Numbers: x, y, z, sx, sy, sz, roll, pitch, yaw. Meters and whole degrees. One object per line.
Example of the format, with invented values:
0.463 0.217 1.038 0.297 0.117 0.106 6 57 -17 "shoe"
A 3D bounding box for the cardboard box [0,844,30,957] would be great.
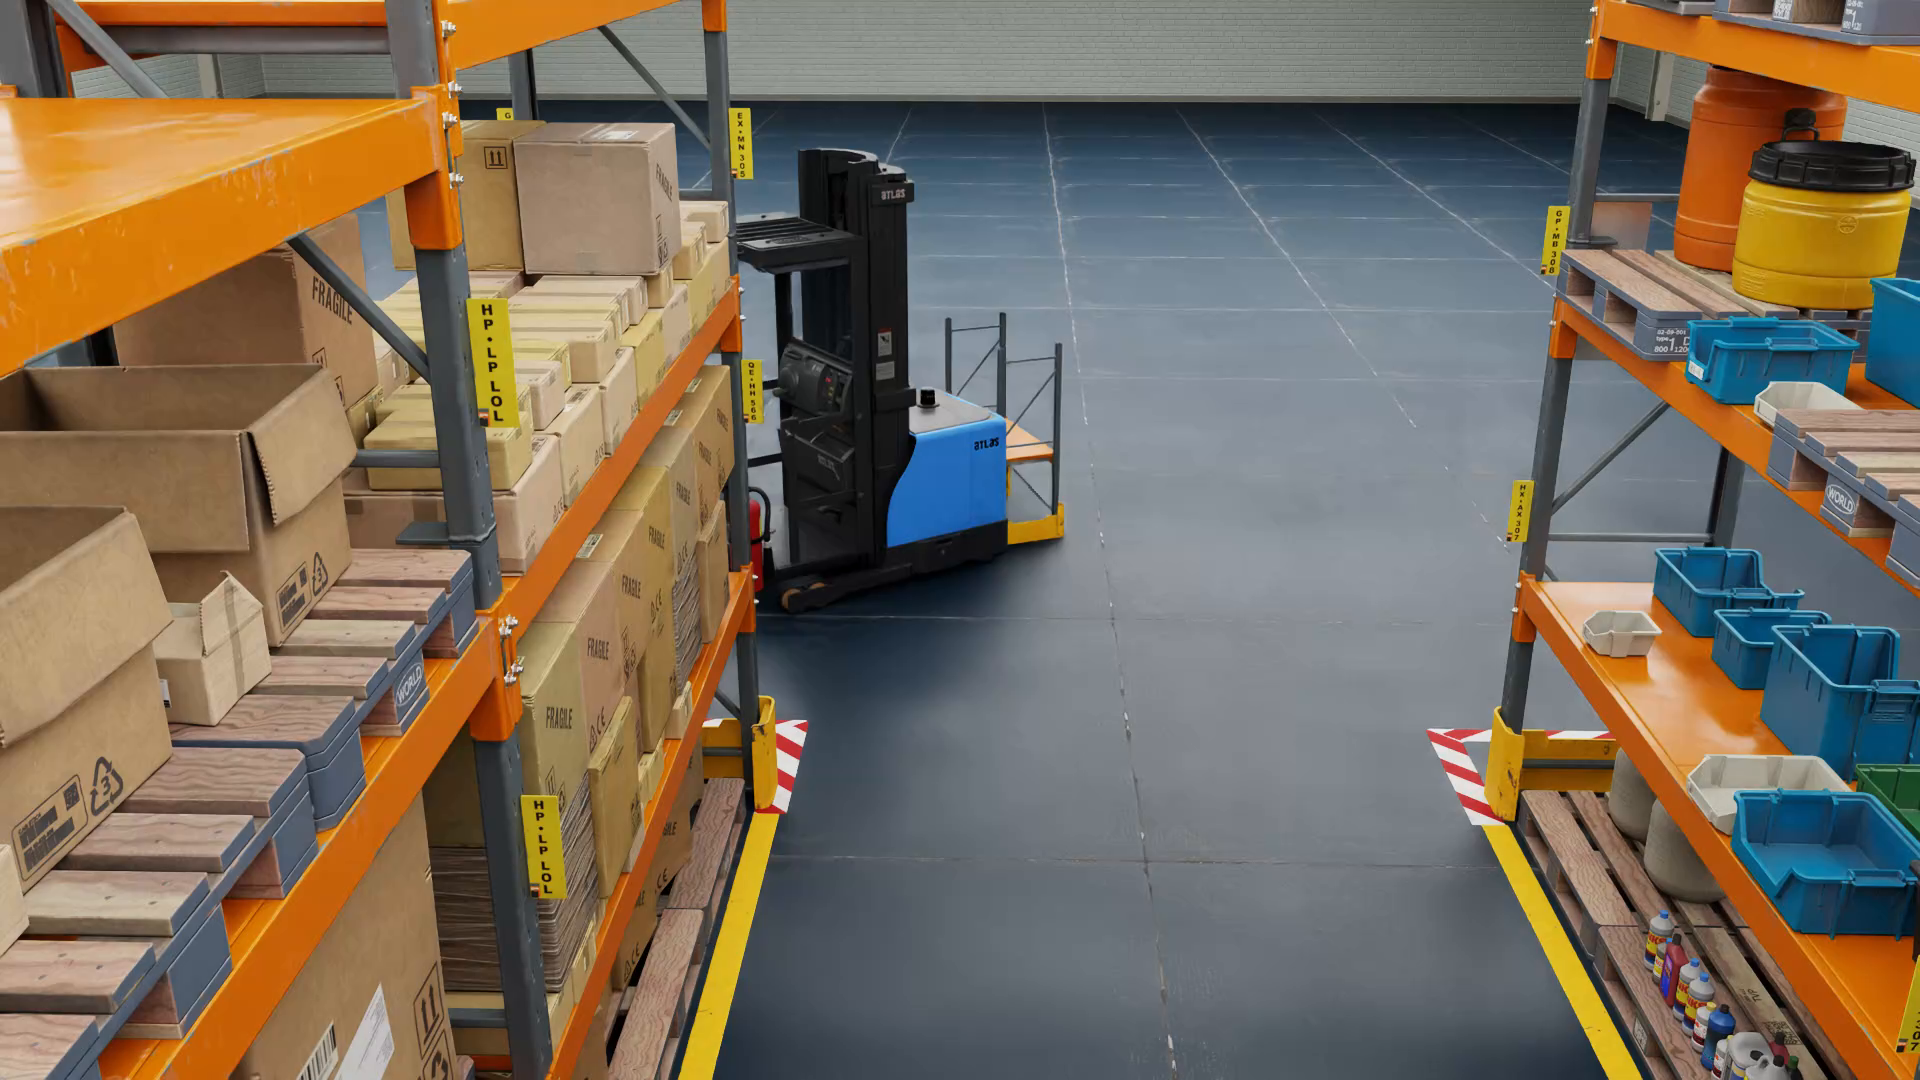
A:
-1.660 0.578 2.487 0.380 0.166 0.250 0 21 0 "cardboard box"

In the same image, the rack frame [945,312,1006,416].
0.122 -1.042 13.141 0.500 1.500 0.032 -8 23 -21 "rack frame"

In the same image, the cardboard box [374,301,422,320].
-1.947 -0.727 5.766 0.380 0.149 0.250 2 21 4 "cardboard box"

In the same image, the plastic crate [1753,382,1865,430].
2.892 -0.421 5.686 0.243 0.136 0.396 1 21 2 "plastic crate"

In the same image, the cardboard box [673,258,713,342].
-1.354 -1.032 7.104 0.500 0.250 0.500 1 21 2 "cardboard box"

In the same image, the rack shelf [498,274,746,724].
-1.642 -0.402 6.265 1.077 0.370 4.000 1 21 2 "rack shelf"

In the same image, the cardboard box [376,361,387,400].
-1.961 -0.438 5.020 0.380 0.149 0.250 0 21 -1 "cardboard box"

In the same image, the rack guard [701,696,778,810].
-1.584 1.131 8.923 1.175 0.500 0.348 1 21 2 "rack guard"

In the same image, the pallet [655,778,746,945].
-1.644 1.559 8.219 1.003 0.211 1.213 1 21 2 "pallet"

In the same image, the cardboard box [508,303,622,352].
-1.383 -0.716 5.737 0.380 0.149 0.250 0 21 1 "cardboard box"

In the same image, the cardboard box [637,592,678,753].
-1.606 0.495 6.558 0.875 0.500 0.500 1 21 2 "cardboard box"

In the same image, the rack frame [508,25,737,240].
-1.581 -2.859 7.456 1.000 3.000 0.127 1 21 2 "rack frame"

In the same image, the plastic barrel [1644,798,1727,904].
3.410 1.377 7.692 0.421 0.512 0.421 0 21 0 "plastic barrel"

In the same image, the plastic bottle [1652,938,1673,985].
2.999 1.782 7.050 0.097 0.201 0.097 0 21 0 "plastic bottle"

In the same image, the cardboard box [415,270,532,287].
-1.895 -1.009 6.492 0.380 0.149 0.250 0 21 -1 "cardboard box"

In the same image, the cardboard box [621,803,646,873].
-1.349 1.066 5.982 0.380 0.149 0.250 1 21 2 "cardboard box"

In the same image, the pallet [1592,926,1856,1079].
3.344 2.054 6.942 1.003 0.211 1.213 1 21 2 "pallet"

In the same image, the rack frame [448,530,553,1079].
-1.703 1.385 4.814 1.000 3.000 0.127 1 21 2 "rack frame"

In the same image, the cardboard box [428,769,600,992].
-1.628 1.037 5.159 0.875 0.500 0.500 1 21 2 "cardboard box"

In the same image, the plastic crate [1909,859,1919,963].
3.391 1.280 5.169 0.767 0.338 0.504 1 21 2 "plastic crate"

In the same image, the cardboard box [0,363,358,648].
-1.816 -0.089 3.741 0.797 0.503 0.637 0 21 -1 "cardboard box"

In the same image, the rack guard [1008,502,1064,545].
0.503 -0.119 12.489 0.587 0.250 0.087 -8 23 -21 "rack guard"

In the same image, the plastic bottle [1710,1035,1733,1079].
2.980 2.015 6.450 0.097 0.201 0.097 0 21 0 "plastic bottle"

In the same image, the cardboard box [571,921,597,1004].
-1.375 1.337 5.284 0.380 0.149 0.250 1 21 2 "cardboard box"

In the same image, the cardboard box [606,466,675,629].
-1.402 0.031 6.371 0.500 0.500 0.500 1 21 2 "cardboard box"

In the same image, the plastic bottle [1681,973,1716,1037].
2.989 1.872 6.721 0.097 0.271 0.097 0 21 0 "plastic bottle"

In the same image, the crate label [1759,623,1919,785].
3.584 0.645 6.672 0.502 0.435 0.616 1 21 2 "crate label"

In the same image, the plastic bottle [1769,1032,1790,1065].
3.110 2.020 6.322 0.061 0.283 0.133 1 21 2 "plastic bottle"

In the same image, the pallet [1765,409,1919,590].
3.172 -0.133 4.840 1.213 0.211 1.003 1 21 2 "pallet"

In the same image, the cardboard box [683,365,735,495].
-1.351 -0.512 7.769 0.500 0.500 0.500 1 21 2 "cardboard box"

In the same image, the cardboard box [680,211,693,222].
-1.403 -1.379 7.447 0.380 0.149 0.250 0 21 0 "cardboard box"

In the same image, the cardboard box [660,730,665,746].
-1.401 0.794 6.683 0.380 0.149 0.250 1 21 2 "cardboard box"

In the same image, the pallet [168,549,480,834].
-1.828 0.296 3.733 1.213 0.211 1.003 1 21 2 "pallet"

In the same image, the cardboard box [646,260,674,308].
-1.325 -1.002 6.474 0.380 0.149 0.250 0 21 -1 "cardboard box"

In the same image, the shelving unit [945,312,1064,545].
0.316 -0.868 12.694 0.587 1.500 1.083 -8 23 -21 "shelving unit"

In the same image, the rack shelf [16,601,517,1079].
-1.764 1.045 2.538 1.077 0.370 4.000 1 21 2 "rack shelf"

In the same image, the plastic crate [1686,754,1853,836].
3.044 0.972 6.241 0.530 0.136 0.437 1 21 2 "plastic crate"

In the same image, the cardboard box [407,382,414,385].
-1.914 -0.485 5.692 0.500 0.250 0.500 0 21 1 "cardboard box"

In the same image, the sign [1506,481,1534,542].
2.819 -0.144 8.370 0.100 0.325 0.005 1 21 2 "sign"

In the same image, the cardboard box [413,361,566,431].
-1.416 -0.439 5.023 0.380 0.149 0.250 1 21 2 "cardboard box"

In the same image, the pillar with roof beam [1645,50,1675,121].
10.724 -13.327 34.435 9.100 9.000 0.400 1 21 2 "pillar with roof beam"

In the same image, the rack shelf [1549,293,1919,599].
3.308 -0.347 6.125 1.077 0.370 4.000 1 21 2 "rack shelf"

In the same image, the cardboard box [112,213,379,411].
-1.944 -0.598 4.535 0.500 0.500 0.500 0 21 0 "cardboard box"

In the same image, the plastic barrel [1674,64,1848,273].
3.481 -1.624 7.248 0.600 0.830 0.708 1 21 2 "plastic barrel"

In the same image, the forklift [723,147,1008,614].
-1.161 -1.085 11.274 3.031 2.935 1.130 -14 25 -31 "forklift"

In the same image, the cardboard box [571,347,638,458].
-1.397 -0.475 5.666 0.500 0.250 0.500 0 21 -1 "cardboard box"

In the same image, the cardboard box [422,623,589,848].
-1.435 0.573 4.973 0.500 0.500 0.500 1 21 2 "cardboard box"

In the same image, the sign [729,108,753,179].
-1.027 -1.860 7.804 0.100 0.325 0.005 1 21 2 "sign"

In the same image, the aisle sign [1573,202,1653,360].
3.079 -1.248 8.006 0.394 0.787 0.004 1 21 2 "aisle sign"

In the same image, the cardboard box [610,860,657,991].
-1.639 1.576 7.195 0.500 0.500 0.500 3 21 7 "cardboard box"
